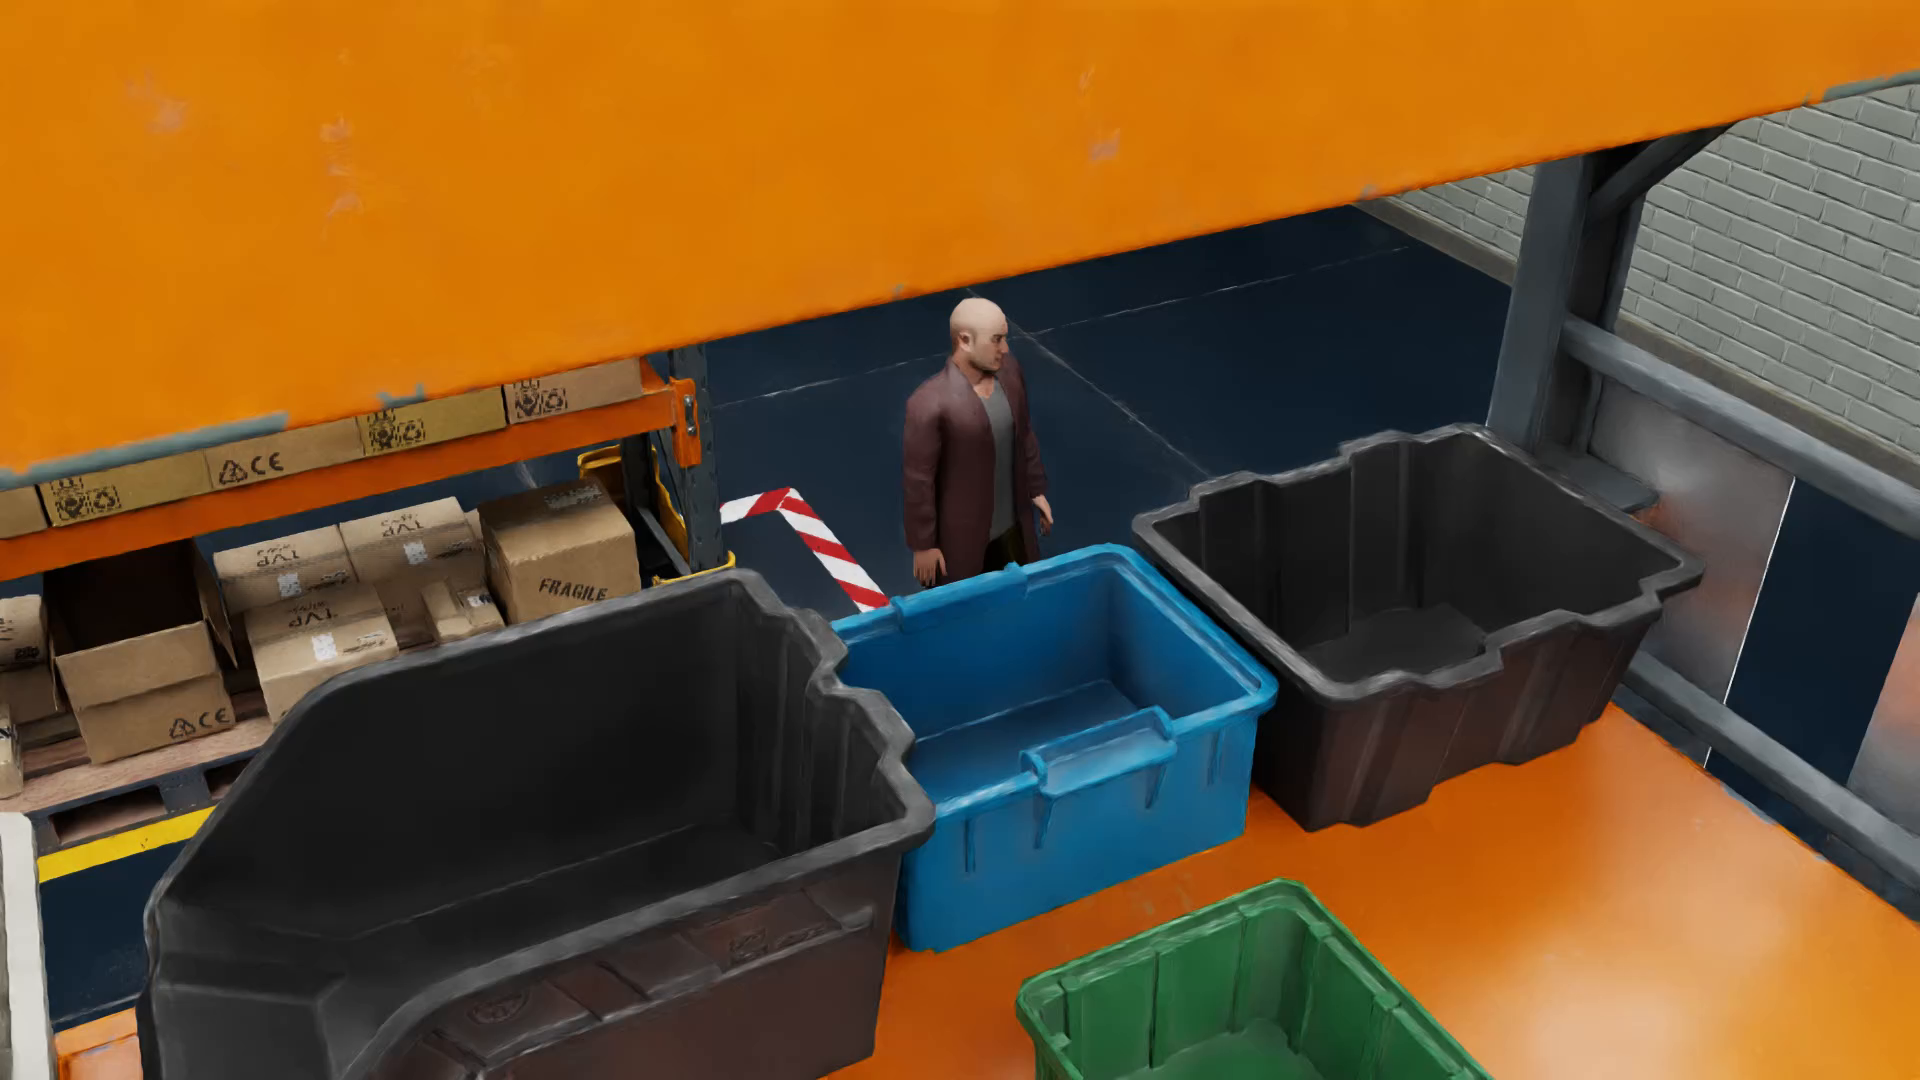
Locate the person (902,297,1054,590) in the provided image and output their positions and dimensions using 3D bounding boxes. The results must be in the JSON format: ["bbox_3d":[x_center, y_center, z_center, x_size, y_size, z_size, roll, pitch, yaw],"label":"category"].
[{"bbox_3d":[0.098,-0.048,6.173,0.647,1.786,0.520,-26,41,-35],"label":"person"}]
